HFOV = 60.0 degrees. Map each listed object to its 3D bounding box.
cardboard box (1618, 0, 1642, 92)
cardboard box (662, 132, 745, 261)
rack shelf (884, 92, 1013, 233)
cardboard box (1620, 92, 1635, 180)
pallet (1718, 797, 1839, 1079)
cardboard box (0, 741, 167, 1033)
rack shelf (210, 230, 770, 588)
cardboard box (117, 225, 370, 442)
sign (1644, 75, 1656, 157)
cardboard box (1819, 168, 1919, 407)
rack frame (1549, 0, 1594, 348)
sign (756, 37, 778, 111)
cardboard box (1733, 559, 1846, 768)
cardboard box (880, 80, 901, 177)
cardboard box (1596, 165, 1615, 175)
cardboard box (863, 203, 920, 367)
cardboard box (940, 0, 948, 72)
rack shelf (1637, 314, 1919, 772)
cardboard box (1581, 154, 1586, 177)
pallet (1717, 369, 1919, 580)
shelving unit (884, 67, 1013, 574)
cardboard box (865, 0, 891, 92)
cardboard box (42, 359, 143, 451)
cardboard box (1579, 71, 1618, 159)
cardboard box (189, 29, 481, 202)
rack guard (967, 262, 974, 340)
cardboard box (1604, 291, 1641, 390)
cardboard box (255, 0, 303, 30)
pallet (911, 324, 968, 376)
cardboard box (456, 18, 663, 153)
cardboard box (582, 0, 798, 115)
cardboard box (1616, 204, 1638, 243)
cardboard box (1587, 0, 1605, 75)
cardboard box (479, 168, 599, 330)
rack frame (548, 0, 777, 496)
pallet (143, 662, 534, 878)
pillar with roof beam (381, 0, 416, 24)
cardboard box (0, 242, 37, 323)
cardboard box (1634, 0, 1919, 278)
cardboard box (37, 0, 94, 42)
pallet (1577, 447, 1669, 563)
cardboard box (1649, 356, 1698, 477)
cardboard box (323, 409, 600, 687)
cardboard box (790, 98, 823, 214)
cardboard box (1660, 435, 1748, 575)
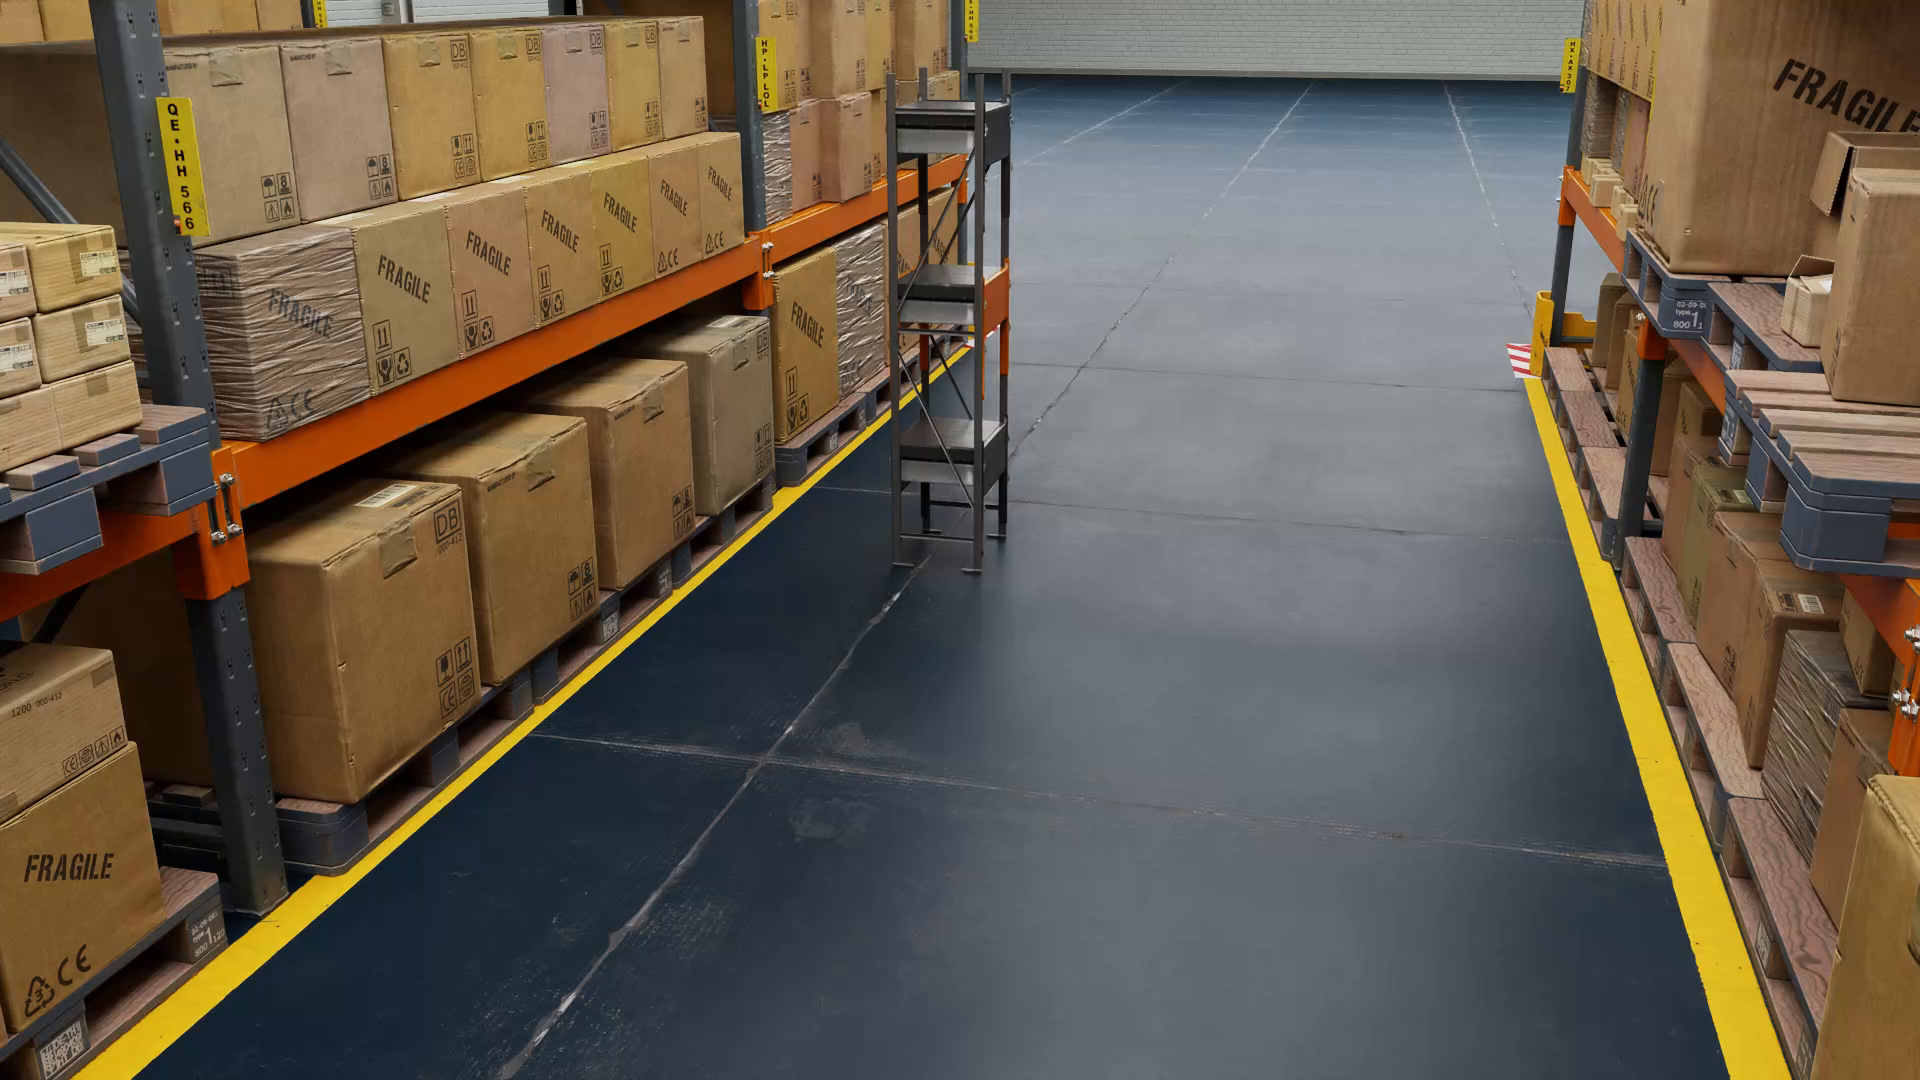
[{"bbox_3d":[3.449,-2.394,7.893,0.500,0.500,0.500,5,19,13],"label":"cardboard box"},{"bbox_3d":[-1.292,-1.542,7.407,0.500,0.500,0.500,5,19,13],"label":"cardboard box"},{"bbox_3d":[-0.040,-1.591,6.974,0.431,0.518,0.480,5,19,13],"label":"rack shelf"},{"bbox_3d":[3.874,-2.052,8.441,0.875,0.500,0.500,5,19,13],"label":"cardboard box"},{"bbox_3d":[2.577,1.072,4.221,1.003,0.211,1.213,5,19,13],"label":"pallet"},{"bbox_3d":[-2.308,0.785,3.965,0.500,0.500,0.500,5,19,13],"label":"cardboard box"},{"bbox_3d":[-1.912,-0.712,6.245,1.077,0.370,4.000,5,19,13],"label":"rack shelf"},{"bbox_3d":[-2.029,-0.592,4.627,0.500,0.500,0.500,5,19,14],"label":"cardboard box"},{"bbox_3d":[2.833,-1.706,6.703,0.100,0.325,0.005,5,19,13],"label":"sign"},{"bbox_3d":[2.517,-0.604,4.010,0.700,0.500,0.500,8,20,21],"label":"cardboard box"},{"bbox_3d":[4.339,-2.510,10.395,1.000,3.000,0.127,5,19,13],"label":"rack frame"},{"bbox_3d":[-0.895,-2.150,7.673,0.100,0.325,0.005,5,19,13],"label":"sign"},{"bbox_3d":[2.783,0.408,5.040,0.700,0.500,0.500,6,20,18],"label":"cardboard box"},{"bbox_3d":[-0.865,-2.545,10.265,0.875,0.550,0.550,5,19,13],"label":"cardboard box"},{"bbox_3d":[3.774,-2.009,9.316,0.380,0.149,0.250,5,19,13],"label":"cardboard box"},{"bbox_3d":[-0.761,-1.633,10.464,0.875,0.875,0.875,4,19,13],"label":"cardboard box"},{"bbox_3d":[-0.574,-3.402,11.104,0.875,0.550,0.550,5,19,13],"label":"cardboard box"},{"bbox_3d":[2.873,-0.289,5.005,1.077,0.370,4.000,5,19,13],"label":"rack shelf"},{"bbox_3d":[3.958,-2.244,10.004,0.380,0.149,0.250,5,19,13],"label":"cardboard box"},{"bbox_3d":[2.455,-0.143,3.763,1.213,0.211,1.003,5,19,13],"label":"pallet"},{"bbox_3d":[-0.040,-0.942,7.196,0.431,2.100,0.503,5,19,13],"label":"shelving unit"},{"bbox_3d":[-0.891,-2.881,9.579,0.875,0.550,0.500,5,19,13],"label":"cardboard box"},{"bbox_3d":[-2.076,-0.315,3.707,0.380,0.149,0.250,5,19,14],"label":"cardboard box"},{"bbox_3d":[4.178,-2.528,9.832,0.875,0.500,0.500,5,19,13],"label":"cardboard box"},{"bbox_3d":[-2.036,-1.406,5.461,0.700,0.500,0.500,4,19,13],"label":"cardboard box"},{"bbox_3d":[-0.440,-1.758,12.060,1.175,0.500,0.348,5,19,13],"label":"rack guard"},{"bbox_3d":[4.057,-1.141,9.605,0.500,0.500,0.500,10,21,28],"label":"cardboard box"},{"bbox_3d":[-5.184,-3.776,11.941,0.700,0.500,0.500,4,19,12],"label":"cardboard box"},{"bbox_3d":[-0.566,-1.357,11.333,1.003,0.211,1.213,5,19,13],"label":"pallet"},{"bbox_3d":[-1.663,-1.882,6.857,0.700,0.500,0.500,4,19,12],"label":"cardboard box"},{"bbox_3d":[-1.300,-2.374,8.096,0.875,0.550,0.550,5,19,13],"label":"cardboard box"},{"bbox_3d":[3.272,-1.466,7.728,0.380,0.149,0.250,5,19,13],"label":"cardboard box"},{"bbox_3d":[3.811,-2.864,9.270,0.500,0.500,0.500,5,19,13],"label":"cardboard box"},{"bbox_3d":[-1.660,-1.066,6.013,0.500,0.500,0.500,4,19,13],"label":"cardboard box"},{"bbox_3d":[-1.423,-1.679,7.964,1.000,3.000,0.127,5,19,13],"label":"rack frame"},{"bbox_3d":[-2.135,0.653,5.450,1.003,0.211,1.213,5,19,13],"label":"pallet"},{"bbox_3d":[-4.023,-9.796,22.446,9.100,9.000,0.400,5,19,13],"label":"pillar with roof beam"},{"bbox_3d":[-2.140,-0.519,3.384,0.380,0.149,0.250,4,19,13],"label":"cardboard box"},{"bbox_3d":[3.032,-1.501,5.863,1.000,1.000,1.000,5,19,14],"label":"cardboard box"},{"bbox_3d":[-5.635,-3.134,10.062,0.700,0.500,0.500,4,19,12],"label":"cardboard box"},{"bbox_3d":[3.491,-0.150,7.799,1.003,0.211,1.213,5,19,13],"label":"pallet"},{"bbox_3d":[3.631,-0.574,7.946,0.500,0.500,0.500,12,22,31],"label":"cardboard box"},{"bbox_3d":[-1.954,-0.018,5.930,1.050,0.750,0.750,5,19,14],"label":"cardboard box"},{"bbox_3d":[-1.232,-2.041,8.791,0.875,0.550,0.550,5,19,13],"label":"cardboard box"},{"bbox_3d":[3.191,-0.091,6.499,0.700,0.500,0.500,3,19,9],"label":"cardboard box"}]
